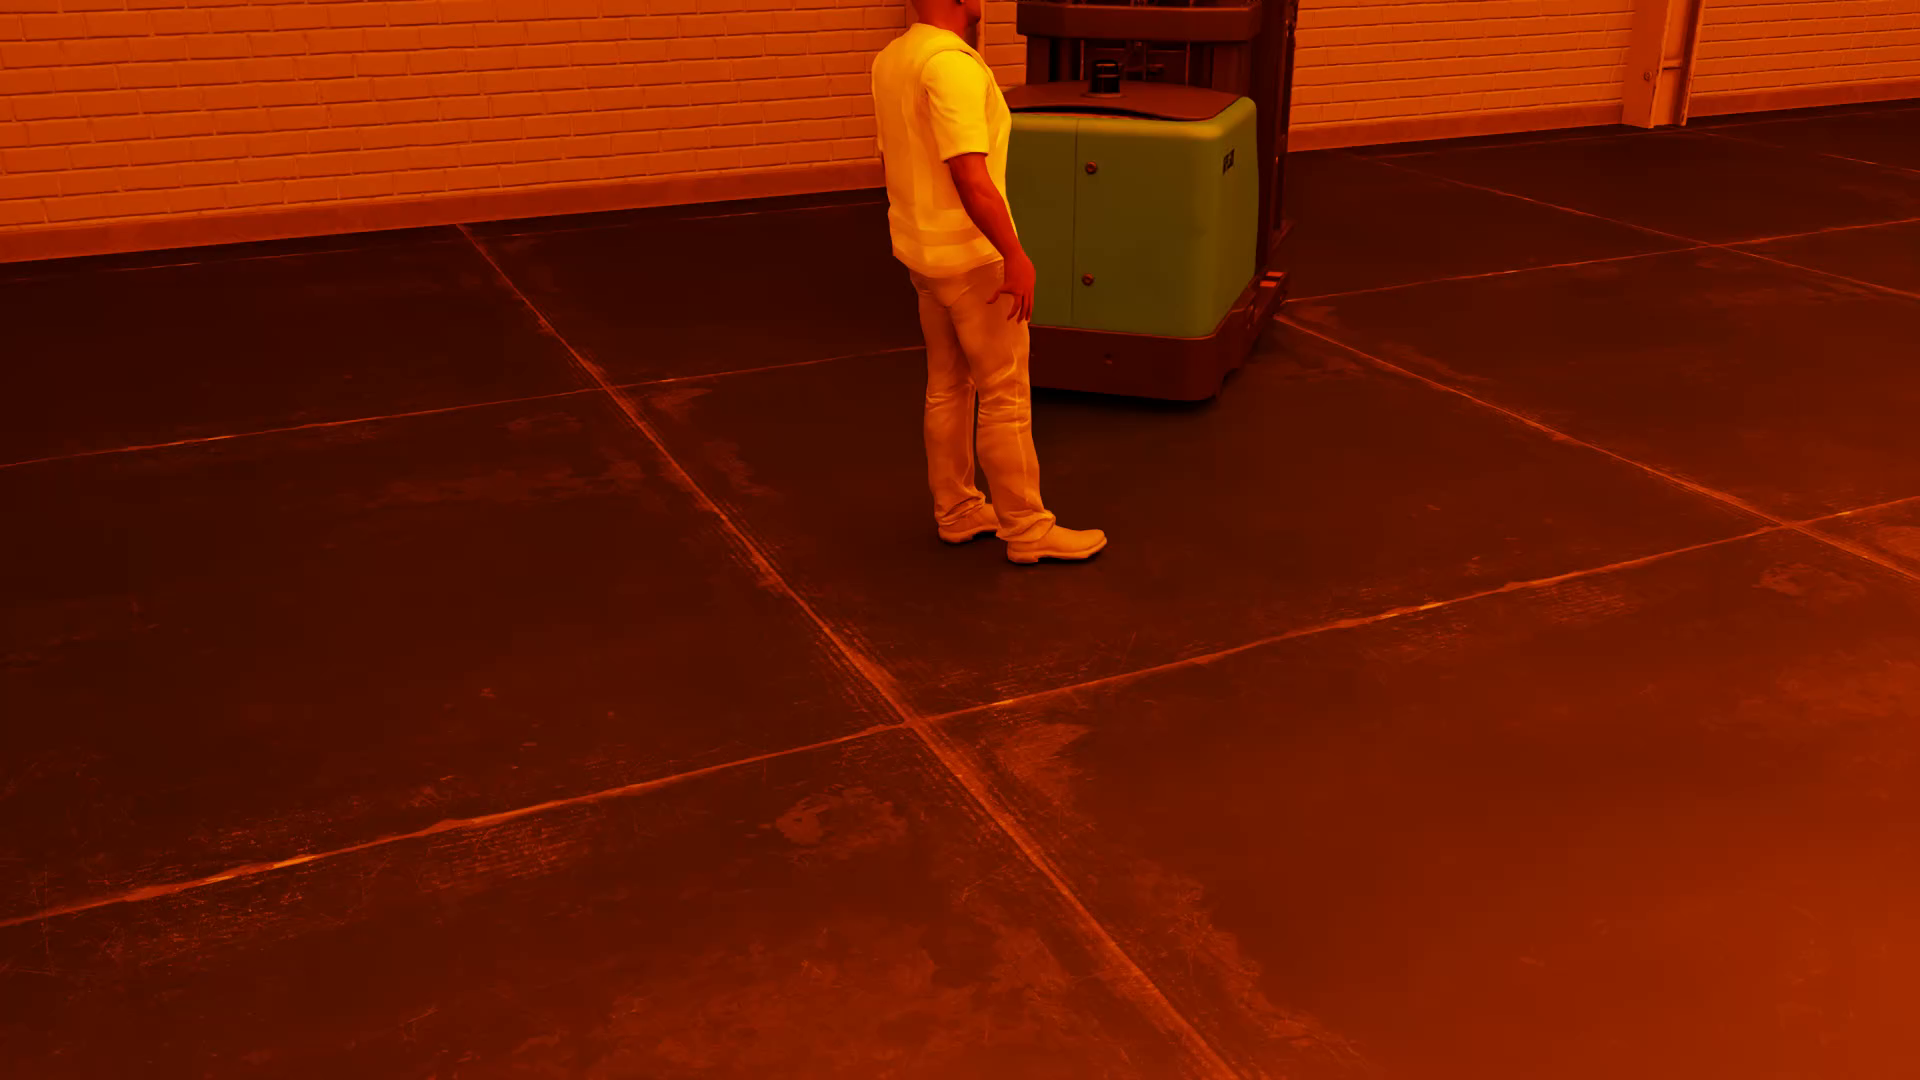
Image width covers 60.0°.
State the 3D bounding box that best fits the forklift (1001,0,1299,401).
[{"bbox_3d":[0.893,-2.403,7.071,1.130,2.935,3.031,7,24,17],"label":"forklift"}]

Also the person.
[{"bbox_3d":[0.065,-0.832,4.787,0.577,1.765,0.666,-10,25,-23],"label":"person"}]
